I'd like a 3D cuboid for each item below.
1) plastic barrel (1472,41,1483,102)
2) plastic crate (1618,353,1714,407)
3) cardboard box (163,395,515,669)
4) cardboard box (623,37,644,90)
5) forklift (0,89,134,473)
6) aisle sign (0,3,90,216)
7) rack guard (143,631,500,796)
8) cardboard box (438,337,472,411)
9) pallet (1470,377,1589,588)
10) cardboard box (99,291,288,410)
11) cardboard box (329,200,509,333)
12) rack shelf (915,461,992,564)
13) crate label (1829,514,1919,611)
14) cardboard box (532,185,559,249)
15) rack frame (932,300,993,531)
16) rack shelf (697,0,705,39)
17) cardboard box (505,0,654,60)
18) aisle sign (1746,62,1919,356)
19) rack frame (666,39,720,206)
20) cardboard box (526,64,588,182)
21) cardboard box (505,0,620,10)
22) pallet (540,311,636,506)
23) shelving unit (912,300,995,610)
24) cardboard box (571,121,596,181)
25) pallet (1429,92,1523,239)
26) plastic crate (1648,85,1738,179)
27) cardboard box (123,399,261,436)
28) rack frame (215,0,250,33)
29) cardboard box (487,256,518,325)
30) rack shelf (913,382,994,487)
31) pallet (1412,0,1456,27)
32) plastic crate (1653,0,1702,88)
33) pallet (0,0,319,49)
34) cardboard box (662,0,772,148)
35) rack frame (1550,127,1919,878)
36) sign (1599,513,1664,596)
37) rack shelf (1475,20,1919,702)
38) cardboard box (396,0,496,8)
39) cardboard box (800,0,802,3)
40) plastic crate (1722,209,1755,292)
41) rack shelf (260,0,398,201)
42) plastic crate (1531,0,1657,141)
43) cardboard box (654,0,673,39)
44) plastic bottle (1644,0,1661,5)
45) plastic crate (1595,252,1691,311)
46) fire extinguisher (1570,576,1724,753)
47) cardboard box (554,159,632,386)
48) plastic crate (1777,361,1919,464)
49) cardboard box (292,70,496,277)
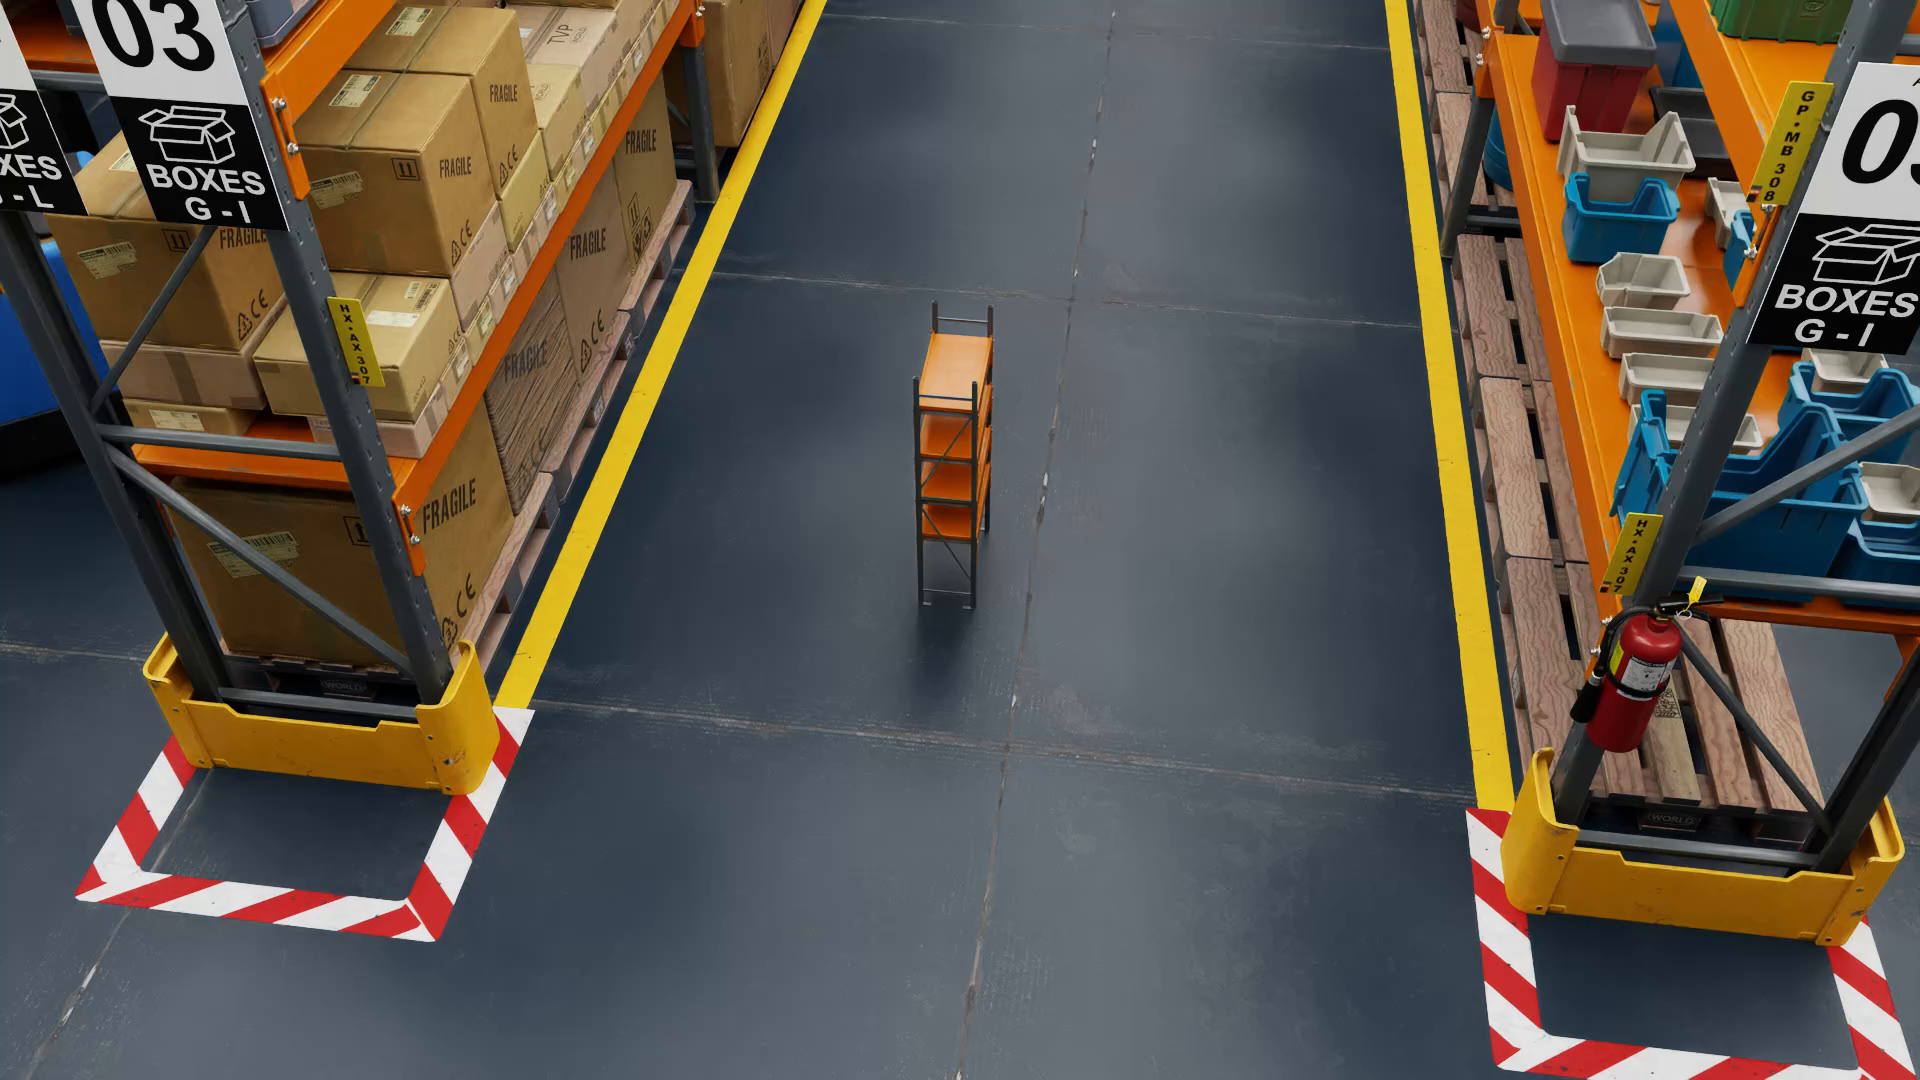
[{"bbox_3d":[3.245,-2.826,9.296,0.600,0.901,0.708,5,44,6],"label":"plastic barrel"},{"bbox_3d":[2.515,-0.552,5.821,0.396,0.136,0.243,5,44,6],"label":"plastic crate"},{"bbox_3d":[-2.371,-0.132,6.470,0.875,0.875,0.875,5,44,6],"label":"cardboard box"},{"bbox_3d":[-1.665,-2.179,7.575,0.380,0.149,0.250,6,44,6],"label":"cardboard box"},{"bbox_3d":[-4.771,-2.332,7.603,1.130,2.935,3.031,-21,47,-21],"label":"forklift"},{"bbox_3d":[-2.683,-1.230,4.499,0.394,0.787,0.004,5,44,6],"label":"aisle sign"},{"bbox_3d":[-2.379,0.616,6.258,1.175,0.500,0.348,5,44,6],"label":"rack guard"},{"bbox_3d":[-1.969,-0.603,5.910,0.380,0.149,0.250,5,44,5],"label":"cardboard box"},{"bbox_3d":[2.845,-0.232,7.364,1.003,0.211,1.213,5,44,6],"label":"pallet"},{"bbox_3d":[-2.575,-0.716,5.739,0.500,0.250,0.500,5,44,5],"label":"cardboard box"},{"bbox_3d":[-1.983,-1.019,6.059,0.500,0.250,0.500,5,44,5],"label":"cardboard box"},{"bbox_3d":[-0.022,-0.130,6.923,0.258,0.148,0.480,5,44,6],"label":"rack shelf"},{"bbox_3d":[2.893,0.043,5.123,0.416,0.233,0.303,5,44,6],"label":"crate label"},{"bbox_3d":[-1.834,-1.305,6.651,0.380,0.149,0.250,5,44,5],"label":"cardboard box"},{"bbox_3d":[0.010,-0.489,6.916,0.240,1.200,0.015,5,44,6],"label":"rack frame"},{"bbox_3d":[-1.583,-4.135,9.981,1.077,0.370,4.000,5,44,6],"label":"rack shelf"},{"bbox_3d":[-1.711,-2.410,7.528,0.500,0.250,0.500,6,44,7],"label":"cardboard box"},{"bbox_3d":[2.234,-0.779,4.022,0.394,0.787,0.004,5,44,6],"label":"aisle sign"},{"bbox_3d":[-1.847,-3.034,8.294,1.000,3.000,0.127,5,44,6],"label":"rack frame"},{"bbox_3d":[-1.849,-1.717,6.796,0.500,0.250,0.500,4,44,5],"label":"cardboard box"},{"bbox_3d":[-1.713,-2.681,7.269,0.500,0.500,0.500,6,44,6],"label":"cardboard box"},{"bbox_3d":[-2.184,-0.676,7.833,1.003,0.211,1.213,5,44,6],"label":"pallet"},{"bbox_3d":[-0.022,-0.323,6.741,0.258,1.200,0.503,5,44,6],"label":"shelving unit"},{"bbox_3d":[-1.767,-1.656,7.022,0.380,0.149,0.250,6,44,6],"label":"cardboard box"},{"bbox_3d":[3.206,-2.093,9.329,1.003,0.211,1.213,5,44,6],"label":"pallet"},{"bbox_3d":[3.181,-1.718,7.062,0.437,0.125,0.590,5,44,6],"label":"plastic crate"},{"bbox_3d":[-2.655,-0.489,5.790,0.380,0.149,0.250,6,44,6],"label":"cardboard box"},{"bbox_3d":[-2.376,-2.486,3.353,1.000,3.000,0.127,5,44,6],"label":"rack frame"},{"bbox_3d":[-1.903,-0.956,6.283,0.380,0.149,0.250,5,44,5],"label":"cardboard box"},{"bbox_3d":[-0.022,-0.436,6.633,0.258,0.148,0.480,5,44,6],"label":"rack shelf"},{"bbox_3d":[3.528,-3.756,11.085,1.003,0.211,1.213,5,44,6],"label":"pallet"},{"bbox_3d":[3.339,-2.250,7.435,0.392,0.384,0.575,5,44,6],"label":"plastic crate"},{"bbox_3d":[-2.288,-1.871,4.949,1.003,0.211,1.213,5,44,6],"label":"pallet"},{"bbox_3d":[-1.782,-2.853,9.343,1.225,0.875,0.875,5,44,6],"label":"cardboard box"},{"bbox_3d":[2.534,0.143,4.940,1.000,3.000,0.127,5,44,6],"label":"rack frame"},{"bbox_3d":[1.986,0.044,4.925,0.100,0.325,0.005,5,44,6],"label":"sign"},{"bbox_3d":[2.798,-0.959,6.627,1.077,0.370,4.000,5,44,6],"label":"rack shelf"},{"bbox_3d":[-2.301,-2.366,6.937,0.500,0.500,0.500,4,44,4],"label":"cardboard box"},{"bbox_3d":[-1.556,-4.065,10.624,1.225,0.875,0.875,5,44,6],"label":"cardboard box"},{"bbox_3d":[3.106,-1.059,6.287,0.416,0.233,0.300,5,44,6],"label":"plastic crate"},{"bbox_3d":[-2.112,-2.499,6.071,1.077,0.370,4.000,5,44,6],"label":"rack shelf"},{"bbox_3d":[2.696,-2.043,7.158,0.402,0.464,0.583,5,44,6],"label":"plastic crate"},{"bbox_3d":[-1.597,-2.529,7.944,0.380,0.149,0.250,6,44,6],"label":"cardboard box"},{"bbox_3d":[3.436,-2.804,8.087,0.144,0.351,0.185,5,44,6],"label":"plastic bottle"},{"bbox_3d":[2.548,-0.947,6.239,0.298,0.136,0.250,5,44,6],"label":"plastic crate"},{"bbox_3d":[2.063,0.368,5.030,0.296,0.674,0.183,5,44,6],"label":"fire extinguisher"},{"bbox_3d":[-2.133,-1.359,7.765,0.875,0.875,0.875,5,44,6],"label":"cardboard box"},{"bbox_3d":[2.980,-0.405,5.597,0.416,0.233,0.300,5,44,6],"label":"plastic crate"},{"bbox_3d":[-1.979,-1.277,5.786,0.500,0.500,0.500,4,44,4],"label":"cardboard box"}]
